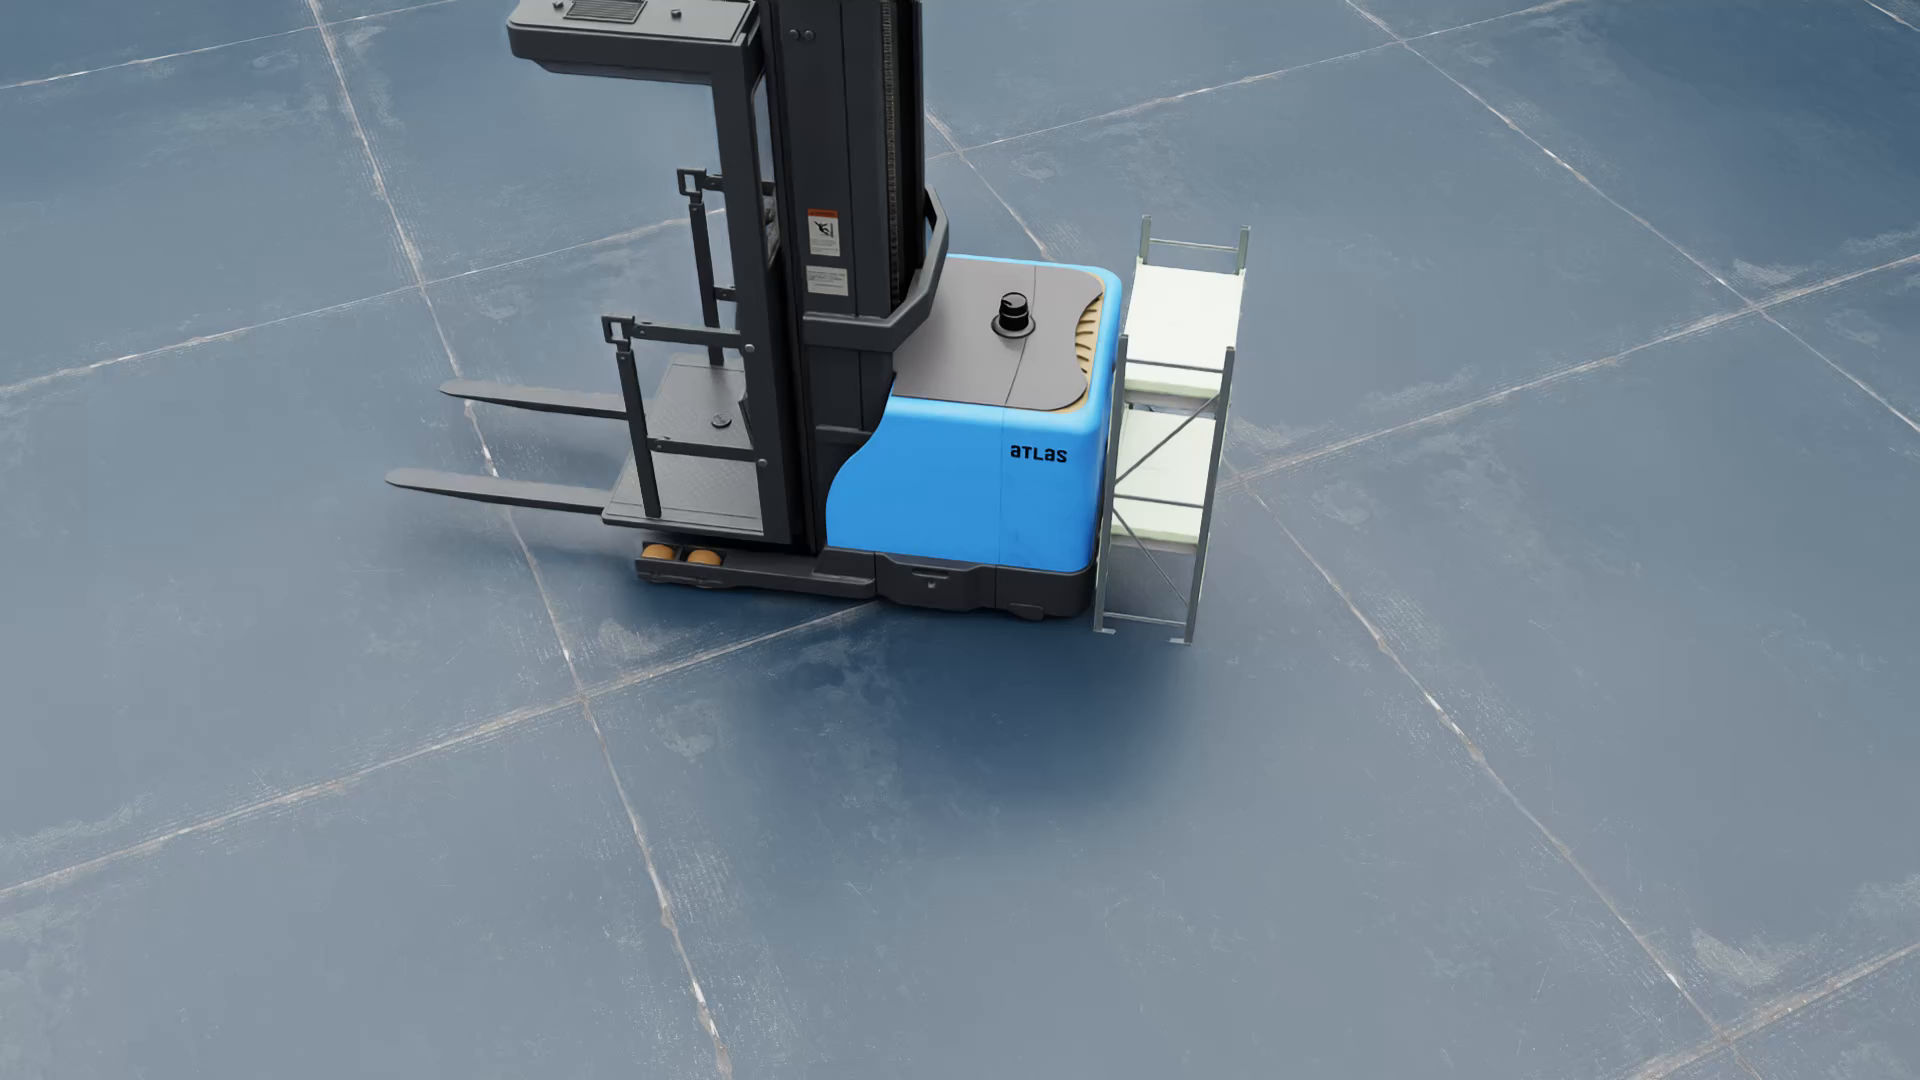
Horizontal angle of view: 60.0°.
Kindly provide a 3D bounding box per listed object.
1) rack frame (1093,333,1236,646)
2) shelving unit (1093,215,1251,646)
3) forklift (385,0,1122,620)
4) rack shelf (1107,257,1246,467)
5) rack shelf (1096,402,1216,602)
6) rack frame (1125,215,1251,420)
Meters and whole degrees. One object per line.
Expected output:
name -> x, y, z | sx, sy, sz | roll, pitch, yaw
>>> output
rack frame -> 0.739, -0.142, 6.194 | 0.400, 1.500, 0.023 | 8, 45, 8
shelving unit -> 0.808, -0.394, 6.450 | 0.431, 1.500, 0.755 | 8, 45, 8
forklift -> -0.897, -1.202, 6.250 | 3.031, 2.935, 1.130 | 6, 45, 6
rack shelf -> 0.809, -0.672, 6.175 | 0.431, 0.370, 0.720 | 8, 45, 8
rack shelf -> 0.807, -0.162, 6.679 | 0.431, 0.370, 0.720 | 8, 45, 8
rack frame -> 0.877, -0.647, 6.706 | 0.400, 1.500, 0.023 | 8, 45, 8
